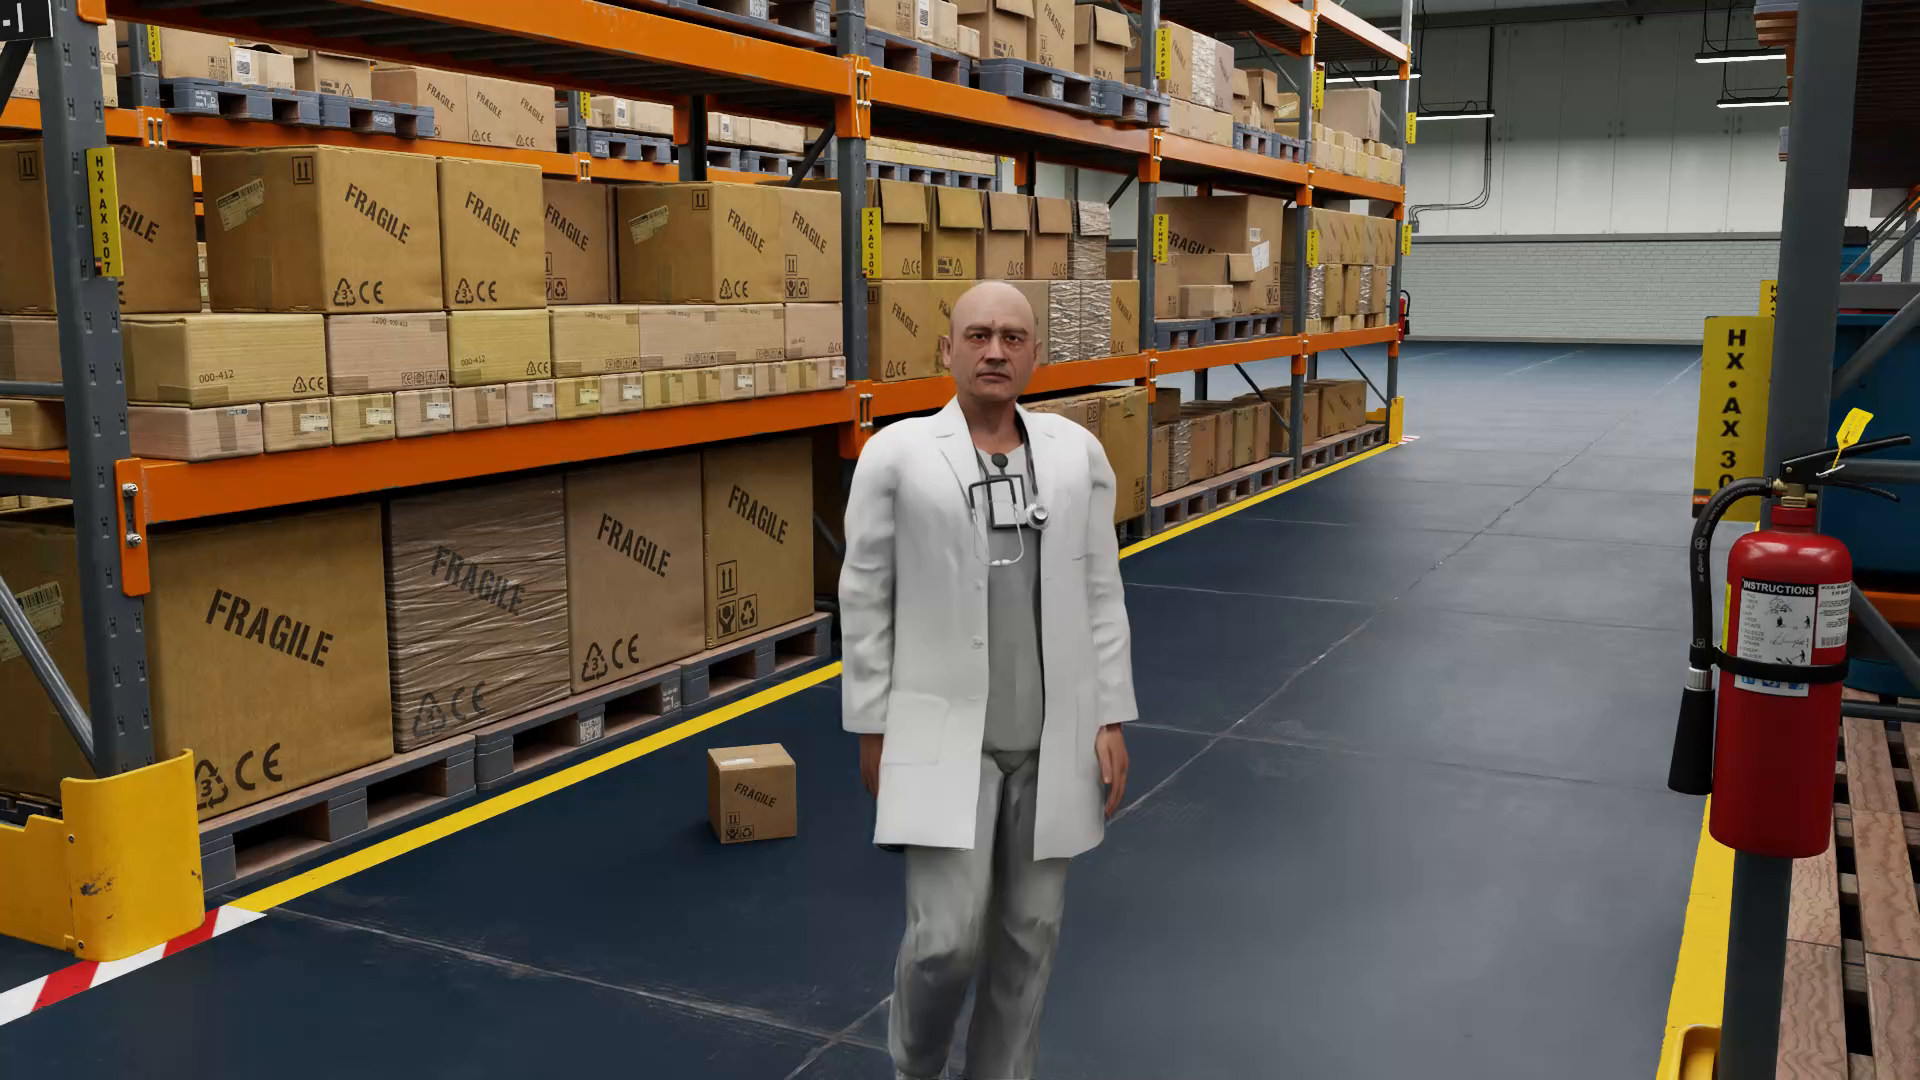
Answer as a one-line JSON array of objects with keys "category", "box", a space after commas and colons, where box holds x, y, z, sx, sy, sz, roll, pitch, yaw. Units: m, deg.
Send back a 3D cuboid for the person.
[{"category": "person", "box": [0.070, 0.400, 3.286, 0.579, 1.800, 0.510, -3, 9, -16]}]
